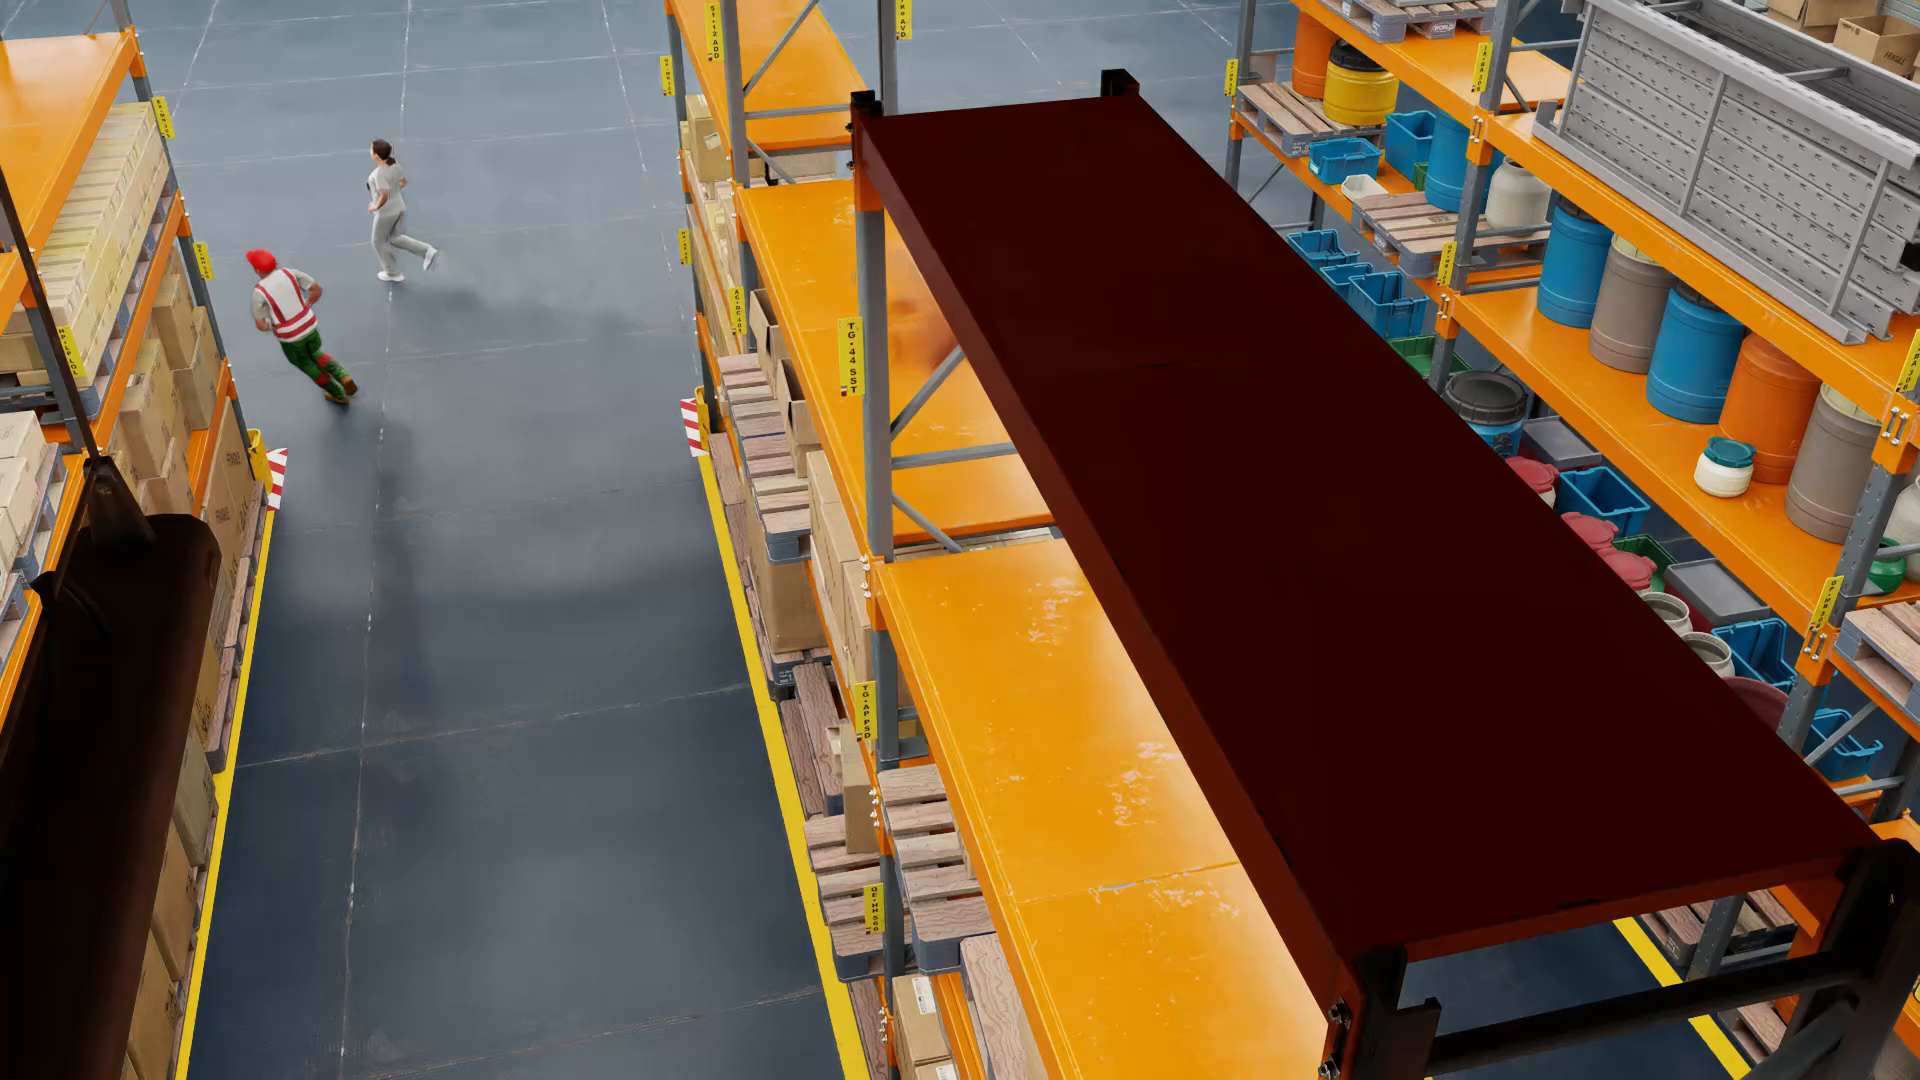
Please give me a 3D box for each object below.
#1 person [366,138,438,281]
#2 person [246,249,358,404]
[{"bbox_3d":[-6.040,-3.488,17.741,0.764,1.637,0.564,9,35,13],"label":"person"},{"bbox_3d":[-6.163,-1.939,15.420,0.606,1.690,0.721,23,41,30],"label":"person"}]
